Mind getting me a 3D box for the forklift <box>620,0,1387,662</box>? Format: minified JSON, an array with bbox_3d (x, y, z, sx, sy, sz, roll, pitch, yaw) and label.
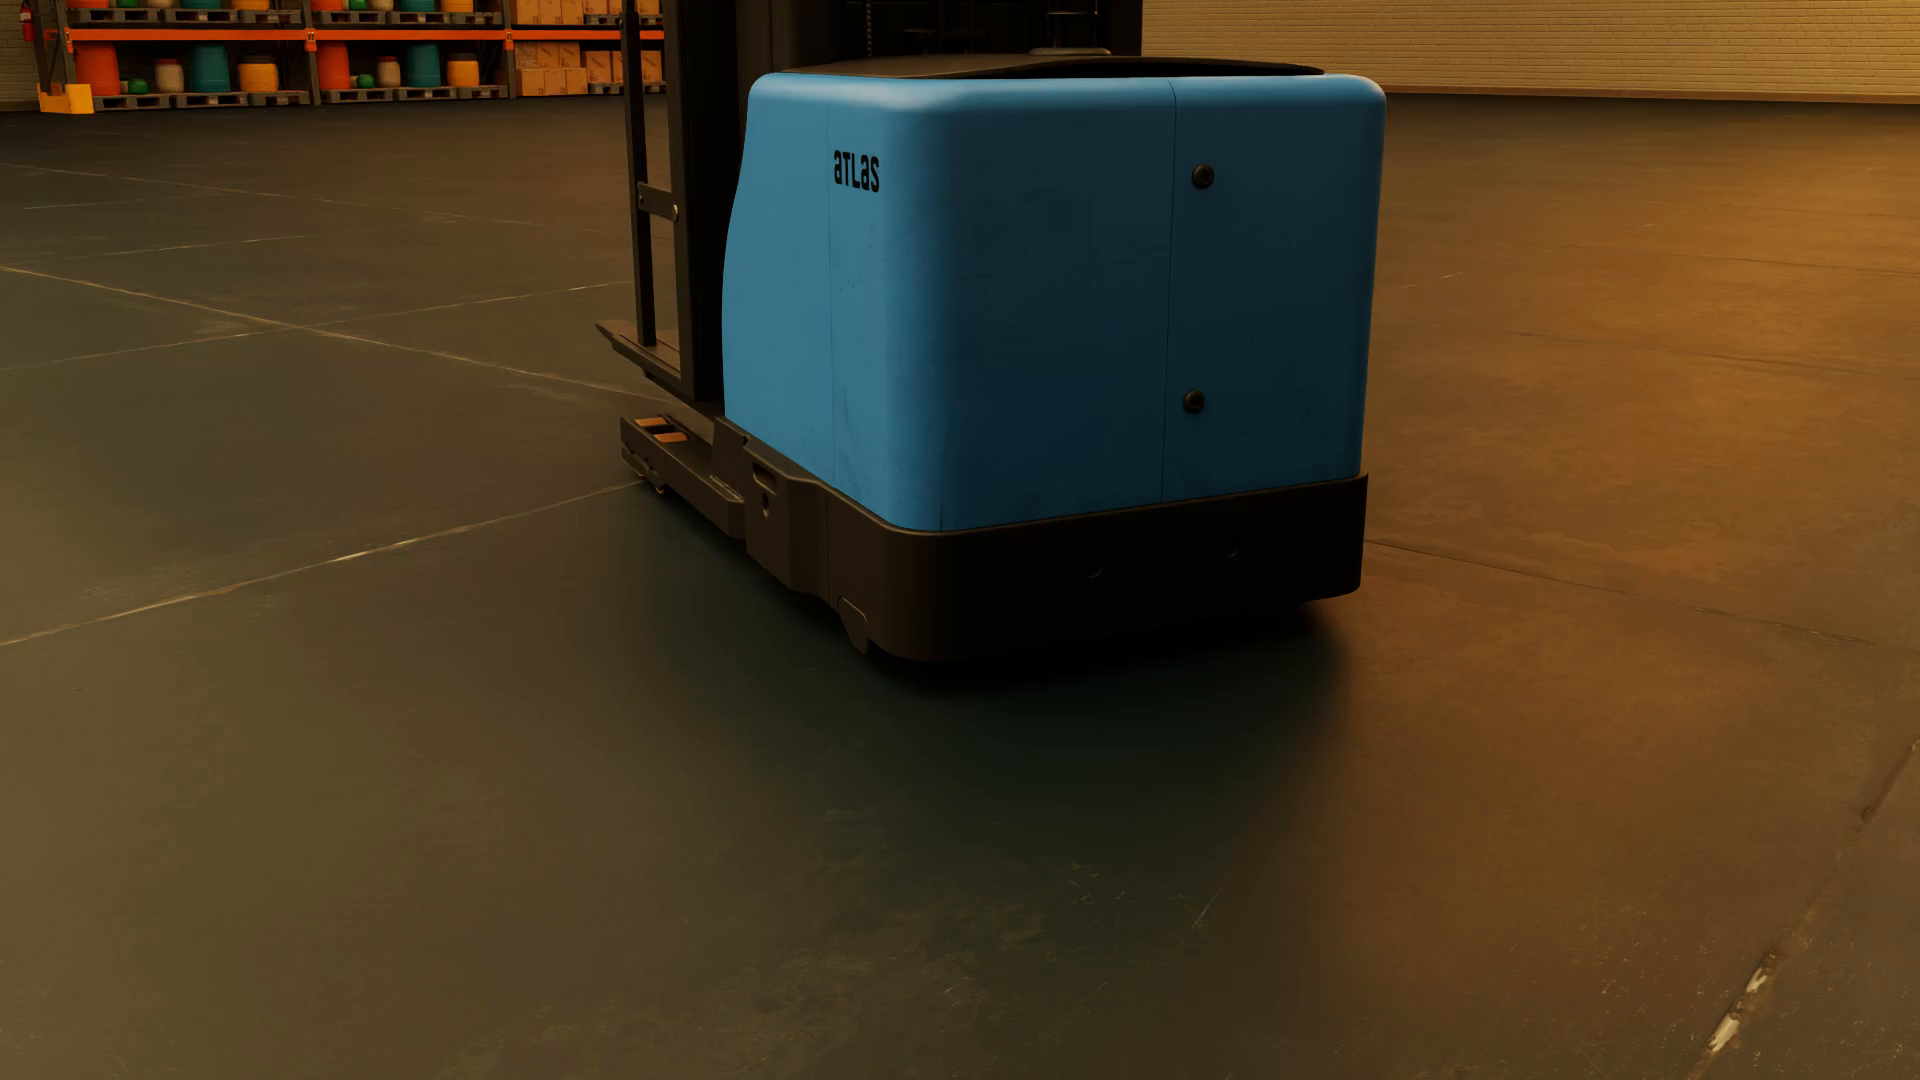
[{"bbox_3d":[-0.034,-1.393,3.593,1.129,2.867,1.939,-8,19,-24],"label":"forklift"}]
